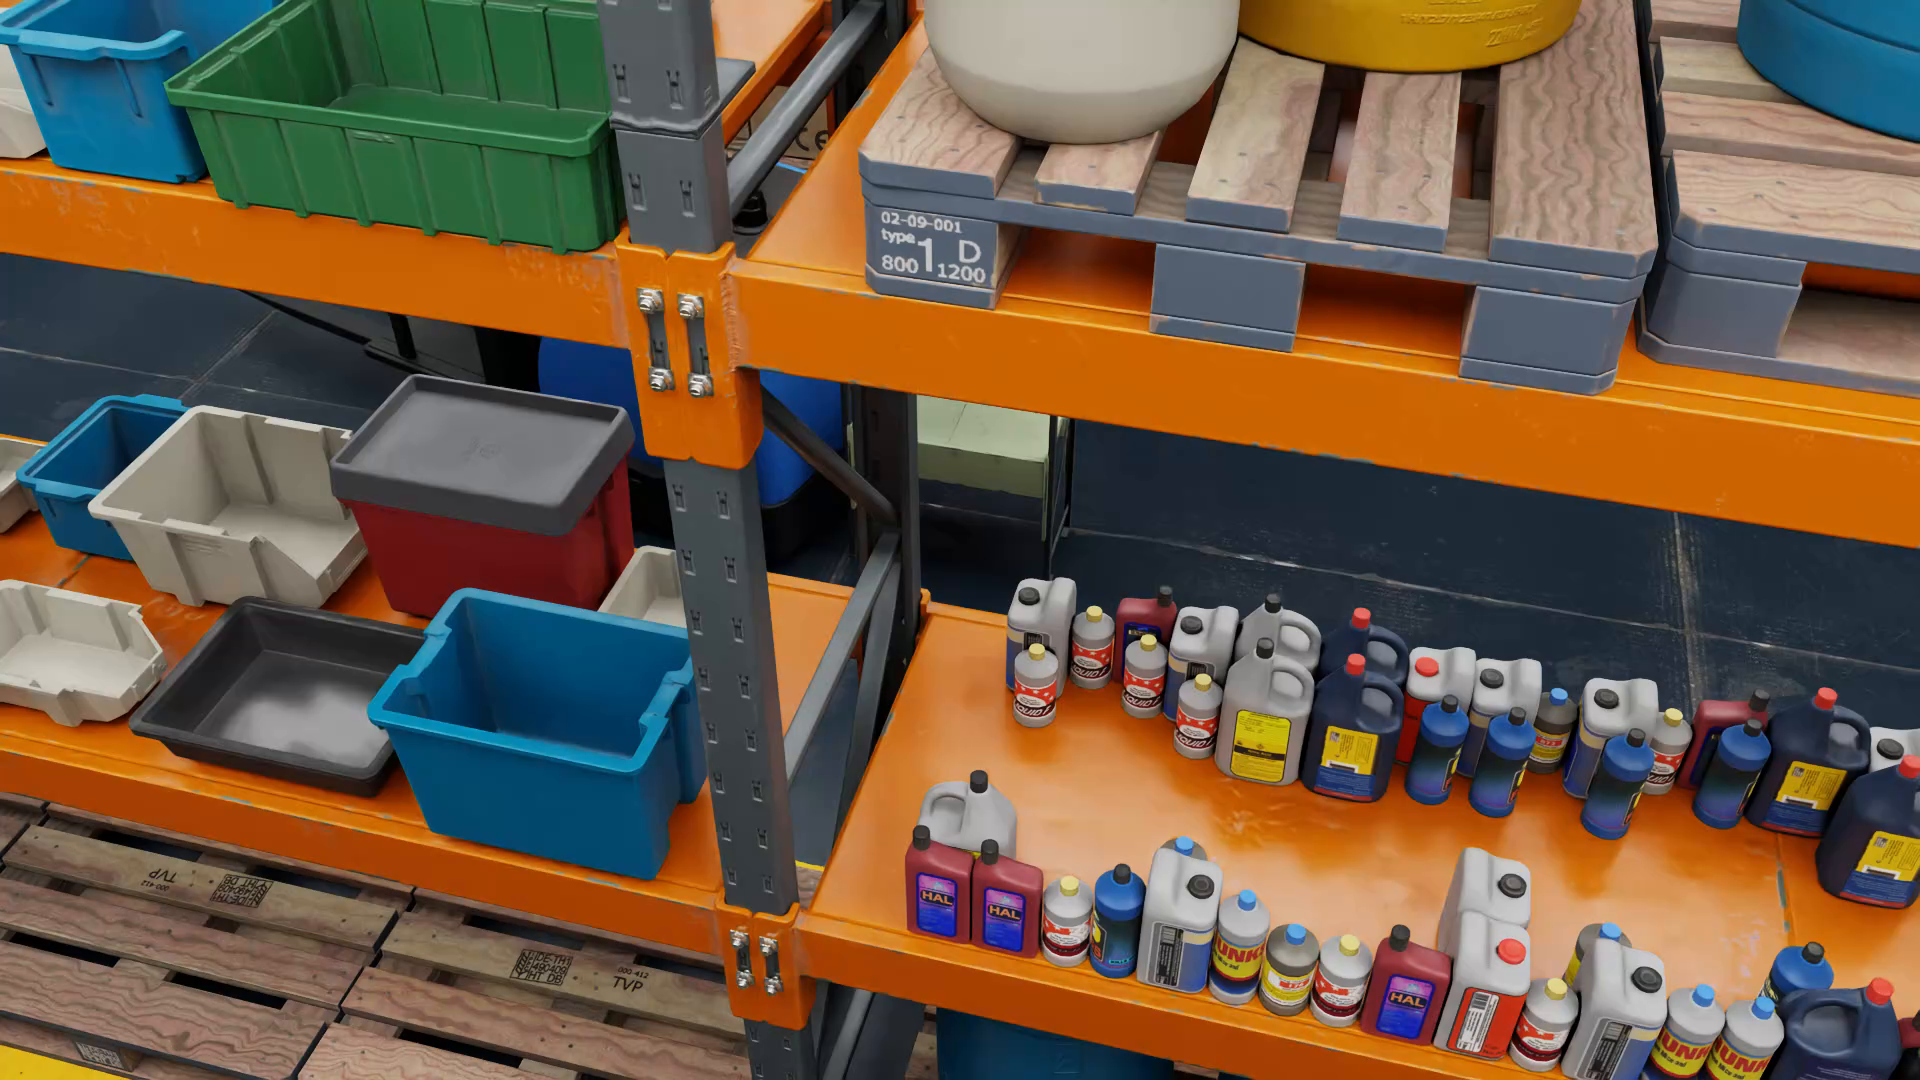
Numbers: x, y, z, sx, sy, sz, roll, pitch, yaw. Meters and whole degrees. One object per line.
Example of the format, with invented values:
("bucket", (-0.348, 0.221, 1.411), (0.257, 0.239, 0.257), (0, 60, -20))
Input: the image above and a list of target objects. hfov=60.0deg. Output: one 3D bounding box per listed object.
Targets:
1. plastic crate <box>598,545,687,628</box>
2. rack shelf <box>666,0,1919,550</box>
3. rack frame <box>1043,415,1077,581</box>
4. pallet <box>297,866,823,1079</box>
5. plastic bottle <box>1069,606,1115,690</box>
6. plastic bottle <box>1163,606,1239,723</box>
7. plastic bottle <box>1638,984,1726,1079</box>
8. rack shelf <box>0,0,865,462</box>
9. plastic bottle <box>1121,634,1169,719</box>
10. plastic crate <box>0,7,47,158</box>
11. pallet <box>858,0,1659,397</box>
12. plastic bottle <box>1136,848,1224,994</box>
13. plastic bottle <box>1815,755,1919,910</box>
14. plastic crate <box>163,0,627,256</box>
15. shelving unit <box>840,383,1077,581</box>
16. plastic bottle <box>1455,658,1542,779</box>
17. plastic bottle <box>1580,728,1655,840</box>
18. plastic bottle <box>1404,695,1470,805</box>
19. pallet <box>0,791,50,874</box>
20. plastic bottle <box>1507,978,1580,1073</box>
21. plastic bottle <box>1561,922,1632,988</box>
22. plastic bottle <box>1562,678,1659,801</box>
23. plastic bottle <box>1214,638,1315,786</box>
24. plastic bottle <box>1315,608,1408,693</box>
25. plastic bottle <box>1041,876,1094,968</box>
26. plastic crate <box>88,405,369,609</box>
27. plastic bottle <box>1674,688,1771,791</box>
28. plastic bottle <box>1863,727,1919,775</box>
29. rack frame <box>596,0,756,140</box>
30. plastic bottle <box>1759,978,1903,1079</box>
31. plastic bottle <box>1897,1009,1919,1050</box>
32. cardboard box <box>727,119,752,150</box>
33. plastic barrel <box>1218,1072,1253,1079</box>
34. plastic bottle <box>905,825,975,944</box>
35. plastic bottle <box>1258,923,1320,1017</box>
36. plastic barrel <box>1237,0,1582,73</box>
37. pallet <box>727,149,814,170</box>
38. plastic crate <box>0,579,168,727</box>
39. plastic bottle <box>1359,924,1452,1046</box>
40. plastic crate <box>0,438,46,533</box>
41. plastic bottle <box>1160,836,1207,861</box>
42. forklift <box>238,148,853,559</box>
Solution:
("plastic crate", (-0.694, 0.205, 3.832), (0.243, 0.136, 0.396), (10, 41, 11))
("rack shelf", (1.650, -0.248, 2.439), (4.000, 0.370, 1.077), (10, 41, 11))
("rack frame", (0.360, -0.512, 5.694), (0.023, 1.500, 0.400), (10, 41, 11))
("pallet", (-1.002, 1.263, 4.582), (1.213, 0.211, 1.003), (10, 41, 11))
("plastic bottle", (0.302, 0.236, 3.791), (0.097, 0.201, 0.097), (0, 40, 0))
("plastic bottle", (0.535, 0.266, 3.697), (0.135, 0.276, 0.152), (10, 41, 11))
("plastic bottle", (1.290, 0.885, 2.964), (0.097, 0.271, 0.097), (0, 40, 0))
("rack shelf", (-2.214, -0.913, 3.231), (4.000, 0.370, 1.077), (10, 41, 11))
("plastic bottle", (0.415, 0.296, 3.720), (0.097, 0.201, 0.097), (0, 40, 0))
("plastic crate", (-1.609, -0.730, 2.659), (0.466, 0.136, 0.293), (10, 41, 11))
("pallet", (0.501, -0.714, 2.582), (1.003, 0.211, 1.213), (10, 41, 11))
("plastic bottle", (0.420, 0.715, 3.163), (0.135, 0.276, 0.152), (10, 41, 11))
("plastic bottle", (1.846, 0.562, 3.287), (0.185, 0.351, 0.144), (10, 41, 11))
("plastic crate", (-0.769, -0.657, 2.532), (0.662, 0.188, 0.450), (10, 41, 11))
("shelving unit", (0.006, -0.573, 5.766), (0.755, 1.500, 0.431), (10, 41, 11))
("plastic bottle", (1.153, 0.372, 3.571), (0.135, 0.276, 0.152), (10, 41, 11))
("plastic bottle", (1.362, 0.493, 3.430), (0.097, 0.271, 0.097), (0, 40, 0))
("plastic bottle", (1.008, 0.432, 3.503), (0.097, 0.271, 0.097), (0, 40, 0))
("pallet", (-3.359, 0.857, 5.065), (1.213, 0.211, 1.003), (10, 41, 11))
("plastic bottle", (1.066, 0.873, 3.033), (0.097, 0.201, 0.097), (0, 40, 0))
("plastic bottle", (1.200, 0.795, 3.126), (0.097, 0.201, 0.097), (0, 40, 0))
("plastic bottle", (1.377, 0.411, 3.525), (0.135, 0.276, 0.152), (10, 41, 11))
("plastic bottle", (0.653, 0.351, 3.538), (0.185, 0.351, 0.144), (10, 41, 11))
("plastic bottle", (0.869, 0.292, 3.608), (0.185, 0.351, 0.144), (10, 41, 11))
("plastic bottle", (0.207, 0.725, 3.209), (0.097, 0.201, 0.097), (0, 40, 0))
("plastic crate", (-1.709, -0.053, 4.026), (0.530, 0.282, 0.437), (10, 41, 11))
("plastic bottle", (1.612, 0.418, 3.511), (0.133, 0.283, 0.061), (10, 41, 11))
("plastic bottle", (1.908, 0.502, 3.416), (0.135, 0.276, 0.152), (10, 41, 11))
("rack frame", (-0.282, -2.004, 1.639), (0.127, 3.000, 1.000), (10, 41, 11))
("plastic bottle", (1.527, 0.880, 2.909), (0.185, 0.351, 0.144), (10, 41, 11))
("plastic bottle", (1.685, 0.920, 2.913), (0.133, 0.283, 0.061), (10, 41, 11))
("cardboard box", (-1.348, -2.588, 8.325), (0.875, 0.875, 0.875), (10, 41, 11))
("plastic barrel", (0.923, 1.155, 3.848), (0.708, 0.901, 0.600), (10, 41, 11))
("plastic bottle", (-0.038, 0.664, 3.218), (0.133, 0.283, 0.061), (10, 41, 11))
("plastic bottle", (0.619, 0.796, 3.124), (0.097, 0.201, 0.097), (0, 40, 0))
("plastic barrel", (0.652, -1.063, 2.378), (0.600, 0.588, 0.600), (0, 40, 0))
("pallet", (-0.898, -2.093, 8.578), (1.213, 0.211, 1.003), (10, 41, 11))
("plastic crate", (-2.042, 0.268, 3.756), (0.466, 0.136, 0.293), (10, 41, 11))
("plastic bottle", (0.820, 0.811, 3.042), (0.133, 0.283, 0.061), (10, 41, 11))
("plastic crate", (-2.469, -0.145, 4.248), (0.250, 0.136, 0.298), (10, 41, 11))
("plastic bottle", (0.435, 0.663, 3.283), (0.097, 0.201, 0.097), (0, 40, 0))
("forklift", (-1.694, -1.758, 6.064), (3.031, 2.935, 1.130), (21, 44, 23))
